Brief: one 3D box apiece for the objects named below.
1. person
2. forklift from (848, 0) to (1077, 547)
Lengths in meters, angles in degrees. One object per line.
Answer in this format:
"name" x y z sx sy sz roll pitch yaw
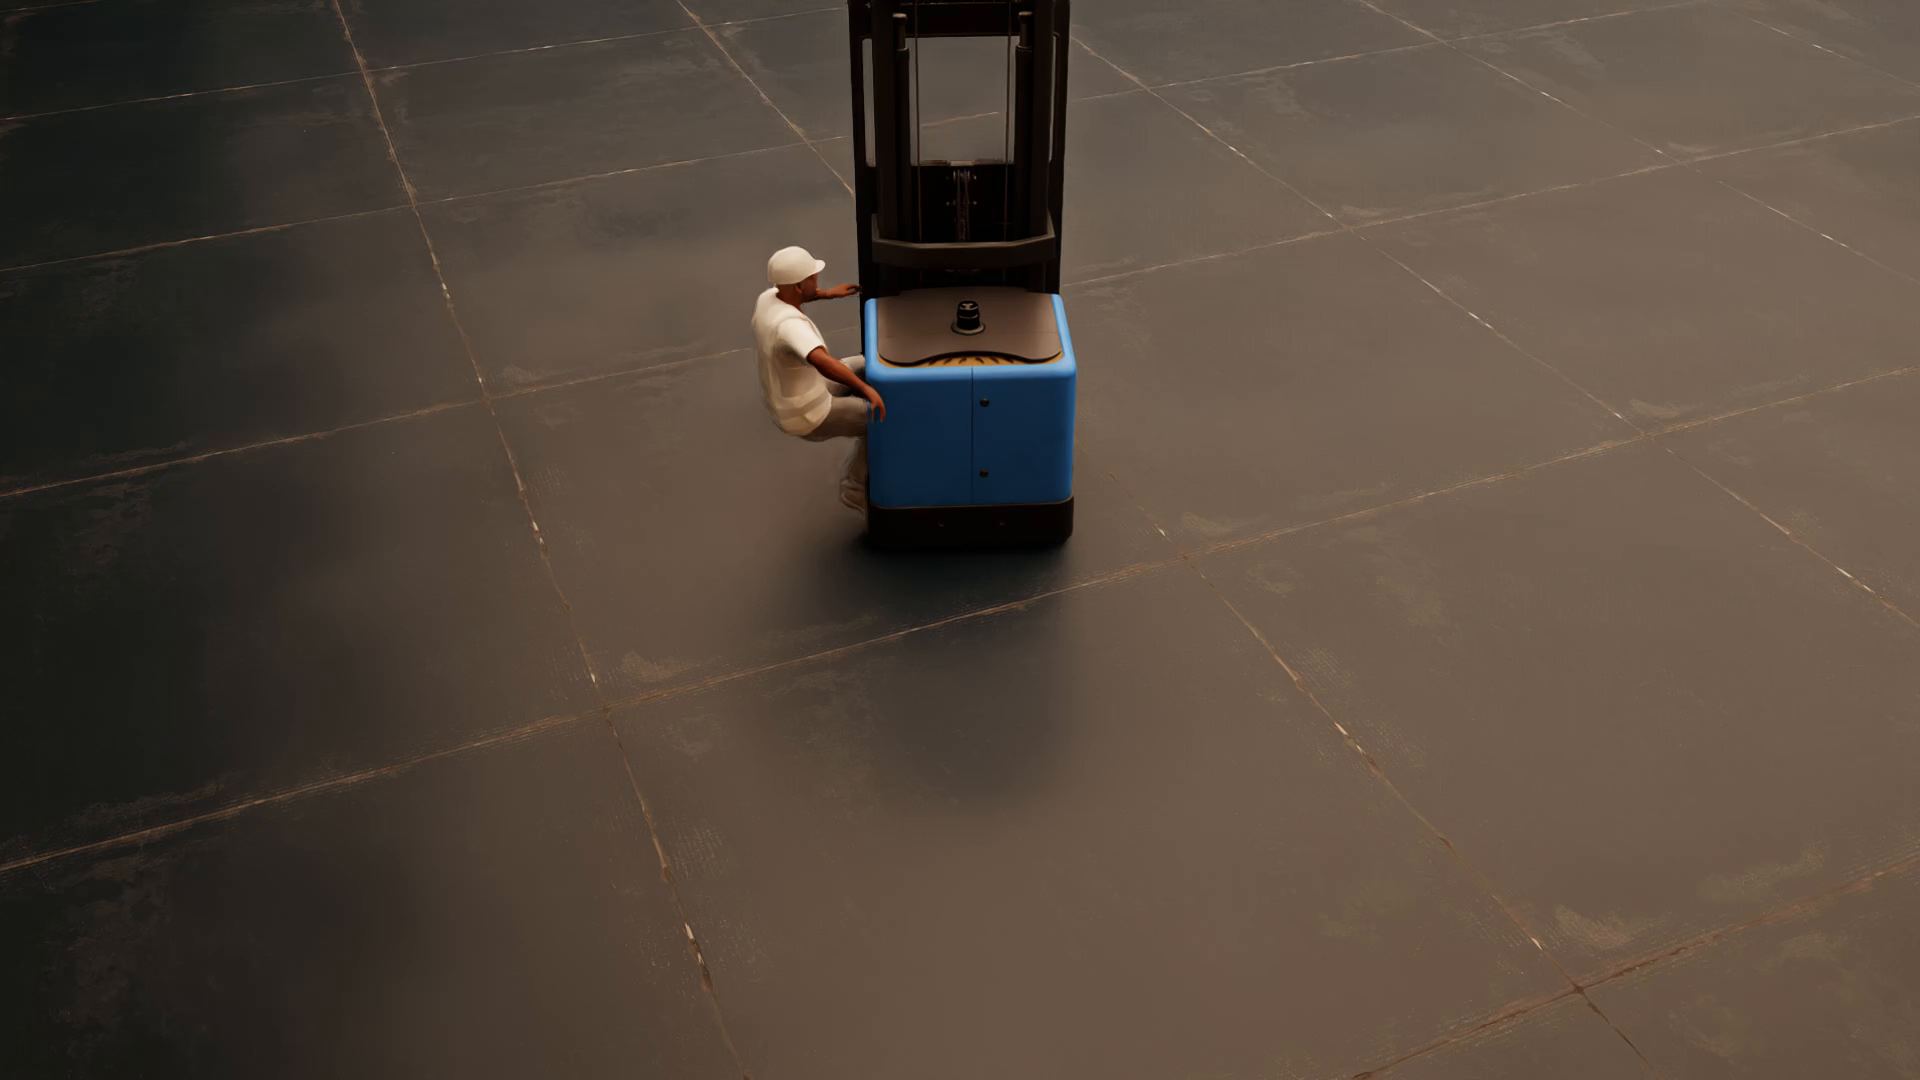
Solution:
"person" -0.582 -0.795 8.406 0.866 1.492 1.108 -18 39 -23
"forklift" -0.019 -1.987 8.894 1.130 2.935 3.031 -2 35 -2
